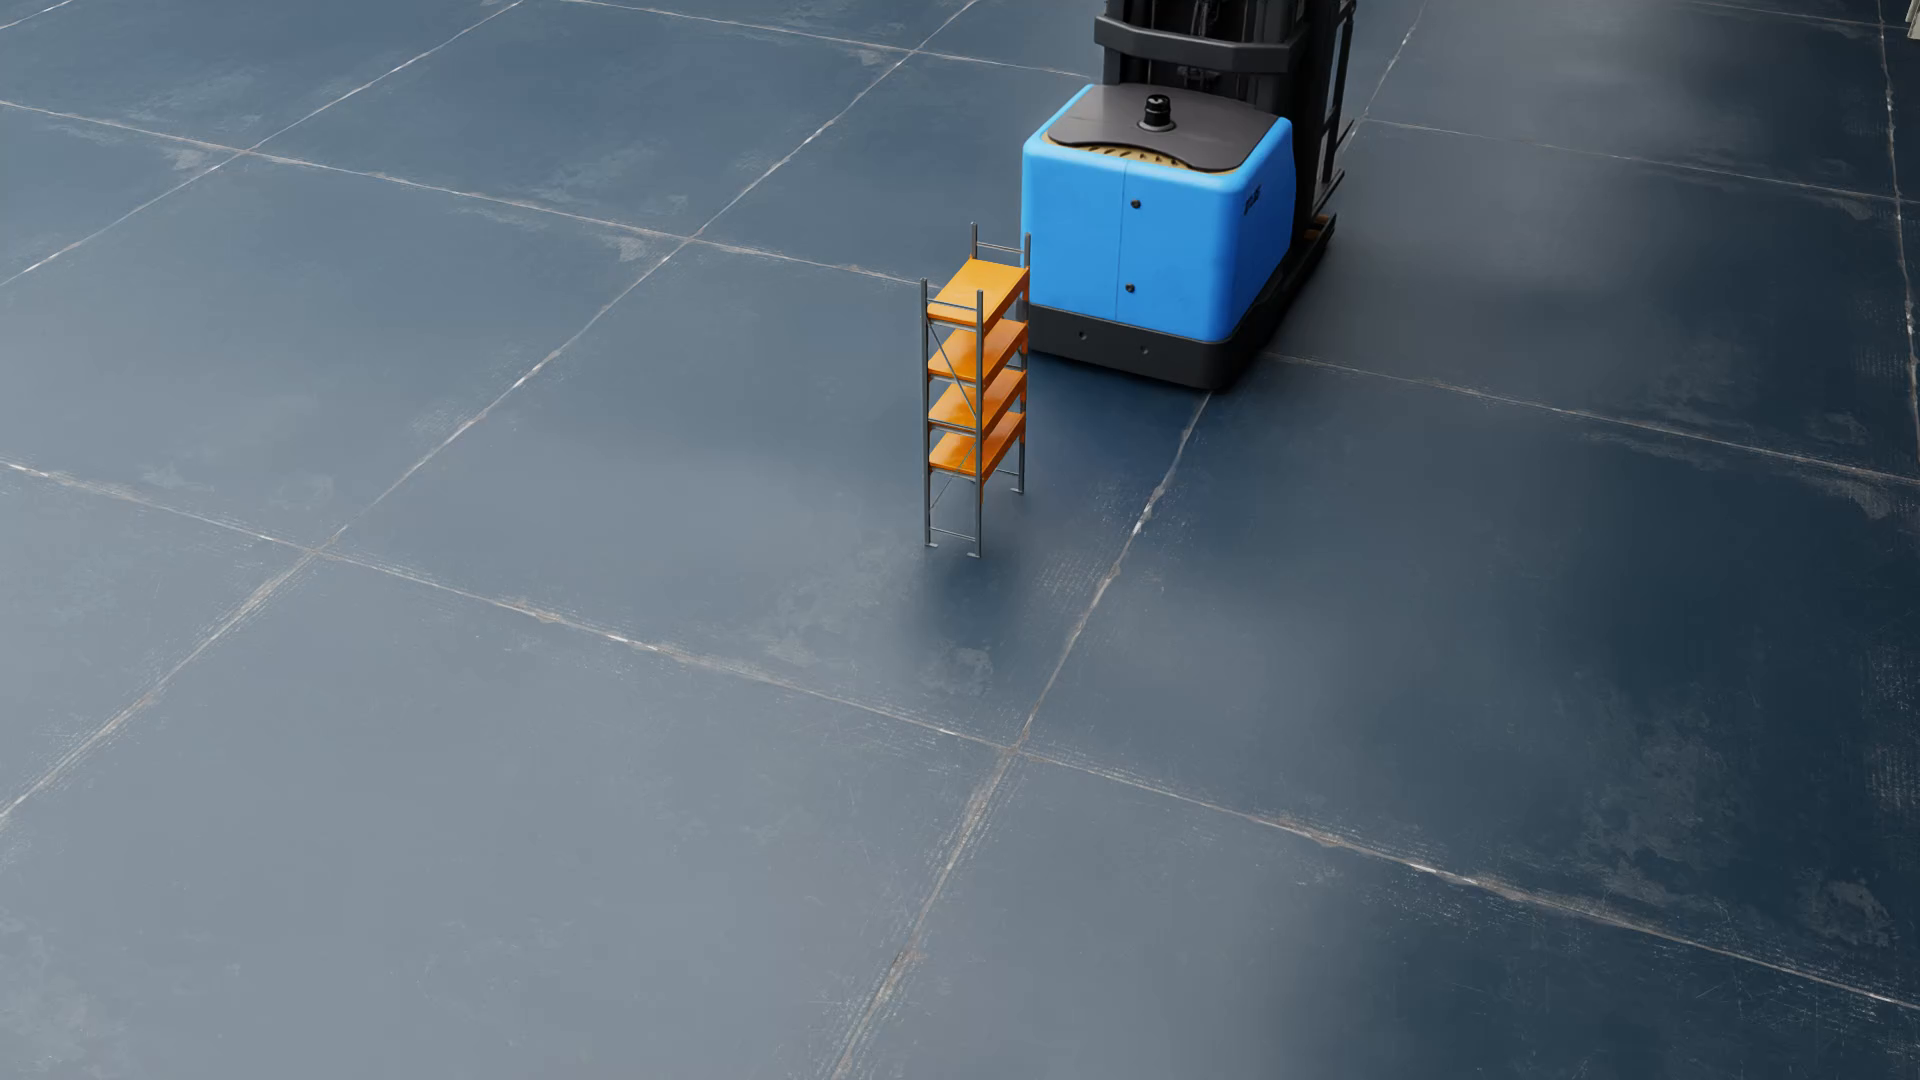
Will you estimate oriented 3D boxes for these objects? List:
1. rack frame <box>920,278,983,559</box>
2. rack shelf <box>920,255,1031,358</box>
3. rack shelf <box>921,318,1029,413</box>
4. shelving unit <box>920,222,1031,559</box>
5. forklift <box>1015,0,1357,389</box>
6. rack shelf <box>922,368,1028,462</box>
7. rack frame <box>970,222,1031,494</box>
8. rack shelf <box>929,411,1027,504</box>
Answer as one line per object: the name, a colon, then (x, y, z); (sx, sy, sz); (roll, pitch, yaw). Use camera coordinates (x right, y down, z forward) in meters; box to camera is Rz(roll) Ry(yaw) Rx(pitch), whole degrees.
rack frame: (-0.030, -0.437, 6.333); (0.240, 1.200, 0.015); (14, 39, 18)
rack shelf: (0.063, -0.887, 6.278); (0.258, 0.148, 0.480); (14, 39, 18)
rack shelf: (0.063, -0.698, 6.420); (0.258, 0.148, 0.480); (14, 39, 18)
shelving unit: (0.063, -0.572, 6.513); (0.258, 1.200, 0.503); (14, 39, 18)
forklift: (1.345, -2.733, 7.958); (1.130, 2.935, 3.031); (16, 40, 20)
rack shelf: (0.063, -0.518, 6.554); (0.258, 0.148, 0.480); (14, 39, 18)
rack frame: (0.156, -0.707, 6.694); (0.240, 1.200, 0.015); (14, 39, 18)
rack shelf: (0.063, -0.359, 6.673); (0.258, 0.148, 0.480); (14, 39, 18)
